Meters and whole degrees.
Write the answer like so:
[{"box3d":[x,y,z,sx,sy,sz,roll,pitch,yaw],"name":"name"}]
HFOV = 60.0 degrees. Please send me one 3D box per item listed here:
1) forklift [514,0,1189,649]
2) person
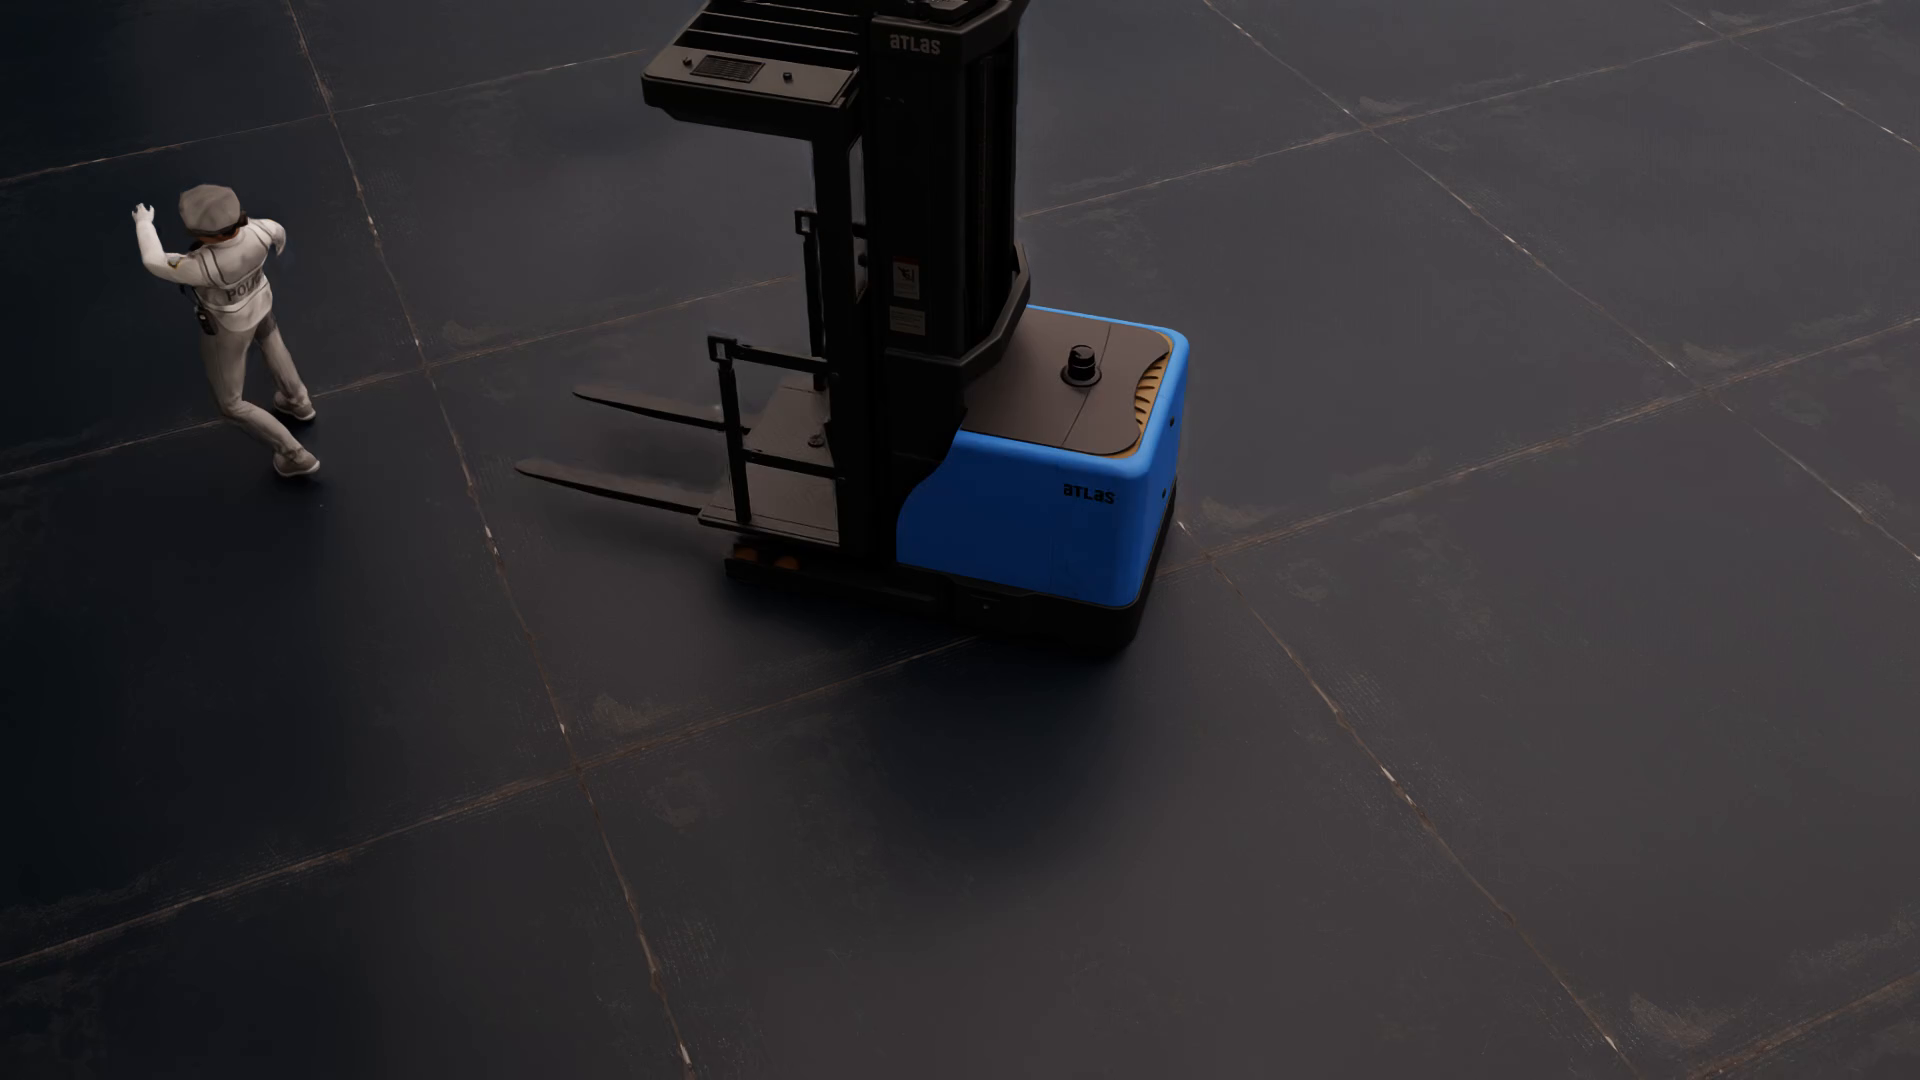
[{"box3d":[-0.565,-1.170,6.934,3.031,2.935,1.130,12,44,12],"name":"forklift"},{"box3d":[-3.418,-1.142,7.925,0.803,1.513,0.835,10,44,11],"name":"person"}]
